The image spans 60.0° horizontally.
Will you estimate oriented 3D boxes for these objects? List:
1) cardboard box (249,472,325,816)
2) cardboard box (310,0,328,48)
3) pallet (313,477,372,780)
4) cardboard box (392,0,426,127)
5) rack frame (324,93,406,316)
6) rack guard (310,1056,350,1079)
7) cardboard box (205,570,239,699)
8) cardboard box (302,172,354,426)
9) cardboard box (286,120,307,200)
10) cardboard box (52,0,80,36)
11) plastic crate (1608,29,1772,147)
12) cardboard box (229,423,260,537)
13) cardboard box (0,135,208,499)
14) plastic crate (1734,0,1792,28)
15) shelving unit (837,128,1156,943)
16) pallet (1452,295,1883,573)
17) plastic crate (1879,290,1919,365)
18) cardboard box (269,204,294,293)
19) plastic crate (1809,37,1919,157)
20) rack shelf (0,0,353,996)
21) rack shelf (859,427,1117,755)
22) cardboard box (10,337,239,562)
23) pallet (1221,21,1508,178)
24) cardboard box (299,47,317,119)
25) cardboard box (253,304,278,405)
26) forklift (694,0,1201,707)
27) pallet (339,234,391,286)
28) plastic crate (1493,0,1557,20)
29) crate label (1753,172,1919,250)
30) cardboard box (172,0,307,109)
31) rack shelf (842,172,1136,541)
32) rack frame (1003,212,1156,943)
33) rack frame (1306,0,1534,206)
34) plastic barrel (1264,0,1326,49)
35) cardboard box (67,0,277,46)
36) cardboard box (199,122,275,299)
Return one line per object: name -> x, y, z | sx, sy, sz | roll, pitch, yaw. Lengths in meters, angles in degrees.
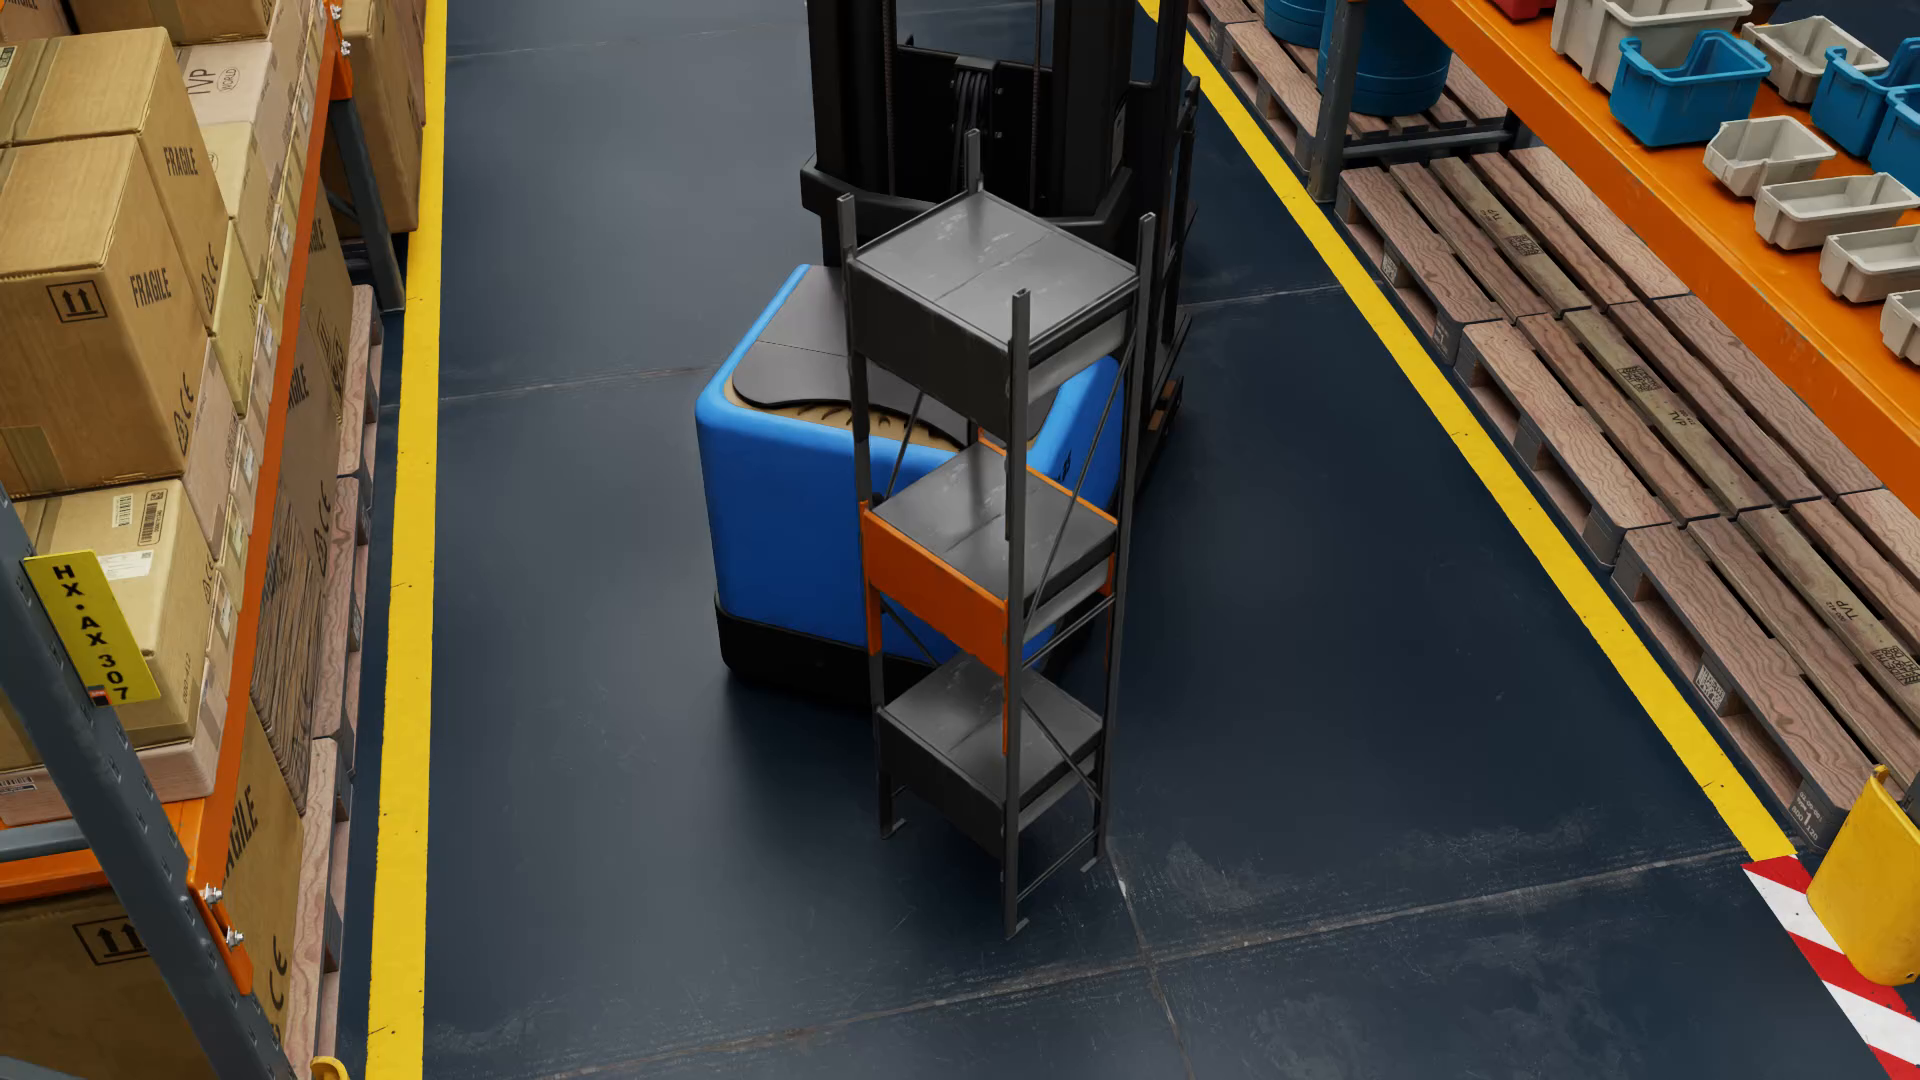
cardboard box -> -2.318, 0.217, 4.530 | 0.875, 0.875, 0.875 | -8, 42, -9
cardboard box -> -2.383, -1.776, 5.680 | 0.380, 0.149, 0.250 | -8, 42, -9
pallet -> -2.414, 0.319, 5.232 | 1.003, 0.211, 1.213 | -8, 42, -9
cardboard box -> -3.120, -2.374, 7.449 | 1.225, 0.875, 0.875 | -10, 43, -11
rack frame -> -2.768, -2.020, 5.766 | 1.000, 3.000, 0.127 | -8, 42, -9
rack guard -> -1.900, 1.523, 3.658 | 1.175, 0.500, 0.348 | -8, 42, -9
cardboard box -> -1.716, 0.223, 3.428 | 0.380, 0.149, 0.250 | -9, 42, -10
cardboard box -> -2.704, -0.943, 5.837 | 0.875, 0.875, 0.875 | -8, 42, -9
cardboard box -> -2.160, -1.109, 4.929 | 0.380, 0.149, 0.250 | -8, 42, -8
cardboard box -> -2.816, -1.688, 4.717 | 0.500, 0.500, 0.500 | -8, 42, -9
plastic crate -> 2.238, -1.391, 5.139 | 0.416, 0.233, 0.300 | -8, 42, -9
cardboard box -> -1.829, -0.112, 3.806 | 0.380, 0.149, 0.250 | -9, 42, -10
cardboard box -> -1.853, -0.437, 3.307 | 0.500, 0.500, 0.500 | -9, 42, -10
plastic crate -> 2.572, -1.962, 5.863 | 0.437, 0.125, 0.590 | -8, 42, -9
shelving unit -> 0.081, 0.105, 4.041 | 0.503, 2.100, 0.431 | 34, 53, 32
pallet -> 2.531, -0.424, 6.068 | 1.003, 0.211, 1.213 | -8, 42, -9
plastic crate -> 2.579, -0.564, 4.279 | 0.396, 0.136, 0.243 | -8, 42, -9
cardboard box -> -2.051, -0.778, 4.556 | 0.380, 0.149, 0.250 | -8, 42, -9
plastic crate -> 2.851, -1.352, 5.095 | 0.416, 0.233, 0.300 | -8, 42, -9
rack shelf -> -2.337, -0.455, 4.545 | 1.077, 0.370, 4.000 | -8, 42, -9
rack shelf -> 0.081, 0.115, 4.050 | 0.480, 0.518, 0.431 | 34, 53, 32
cardboard box -> -1.864, -0.168, 3.569 | 0.500, 0.250, 0.500 | -9, 42, -10
pallet -> 1.942, -2.193, 8.062 | 1.003, 0.211, 1.213 | -8, 42, -9
cardboard box -> -2.272, -1.442, 5.305 | 0.380, 0.149, 0.250 | -9, 42, -10
cardboard box -> -1.939, -0.444, 4.180 | 0.380, 0.149, 0.250 | -9, 42, -10
forklift -> 0.199, -1.490, 5.221 | 1.130, 2.935, 3.031 | 13, 43, 14
pallet -> -3.008, -1.467, 7.243 | 1.003, 0.211, 1.213 | -8, 42, -9
plastic crate -> 2.016, -2.162, 5.832 | 0.402, 0.464, 0.583 | -8, 42, -9
crate label -> 2.446, -0.931, 4.692 | 0.396, 0.136, 0.243 | -8, 42, -9
cardboard box -> -2.303, -1.492, 5.060 | 0.500, 0.250, 0.500 | -7, 42, -8
rack shelf -> 0.074, -0.400, 3.576 | 0.480, 0.518, 0.431 | 34, 53, 32
rack frame -> 0.254, 0.220, 3.913 | 0.015, 2.100, 0.400 | 34, 53, 32
rack frame -> 2.068, -2.730, 6.566 | 1.000, 3.000, 0.127 | -8, 42, -9
plastic barrel -> 1.814, -2.916, 8.040 | 0.600, 0.901, 0.708 | -8, 42, -9
cardboard box -> -2.304, -1.771, 4.809 | 0.500, 0.500, 0.500 | -8, 42, -9
cardboard box -> -2.086, -0.832, 4.317 | 0.500, 0.250, 0.500 | -9, 42, -10
